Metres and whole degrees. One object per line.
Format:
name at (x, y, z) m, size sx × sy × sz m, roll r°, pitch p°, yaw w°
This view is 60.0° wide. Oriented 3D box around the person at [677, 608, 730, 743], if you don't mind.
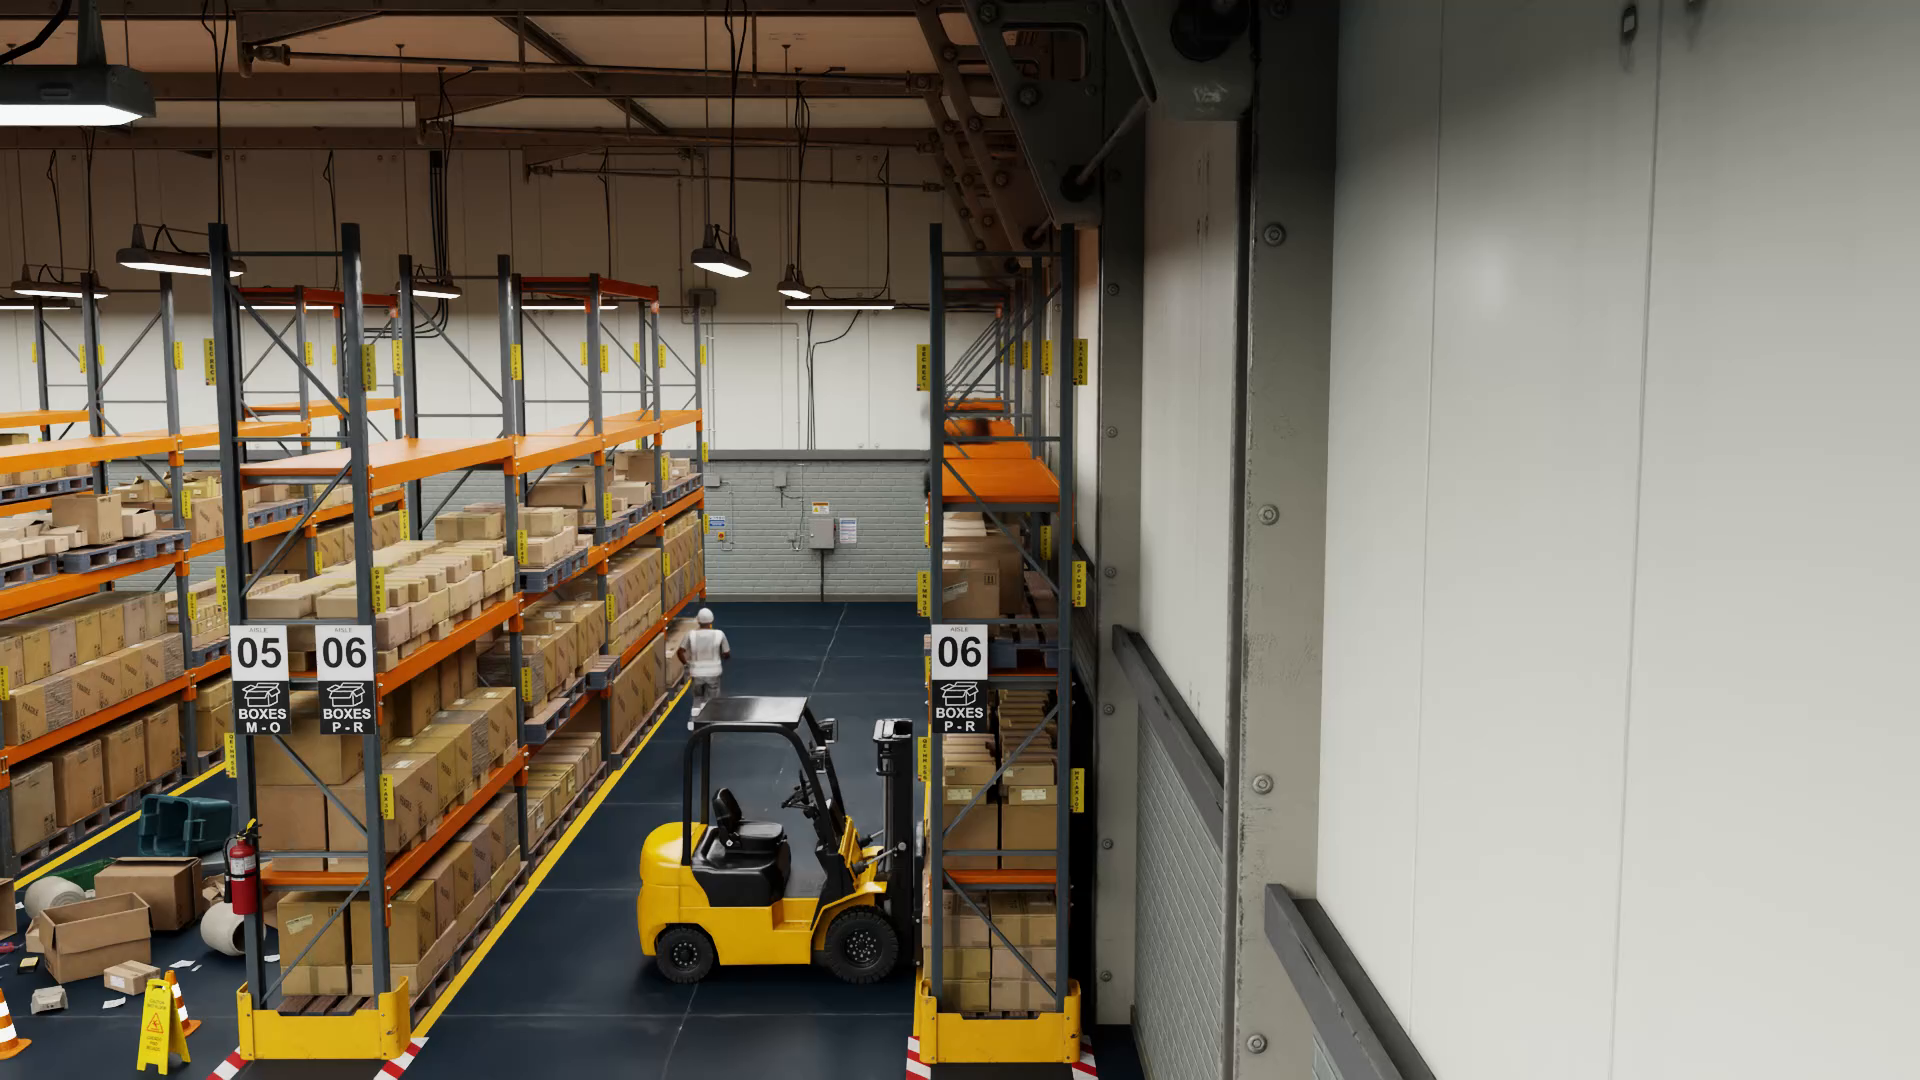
person at (-3.326, 1.758, 21.728) m, size 0.662 × 1.782 × 0.644 m, roll 0°, pitch 7°, yaw -2°
